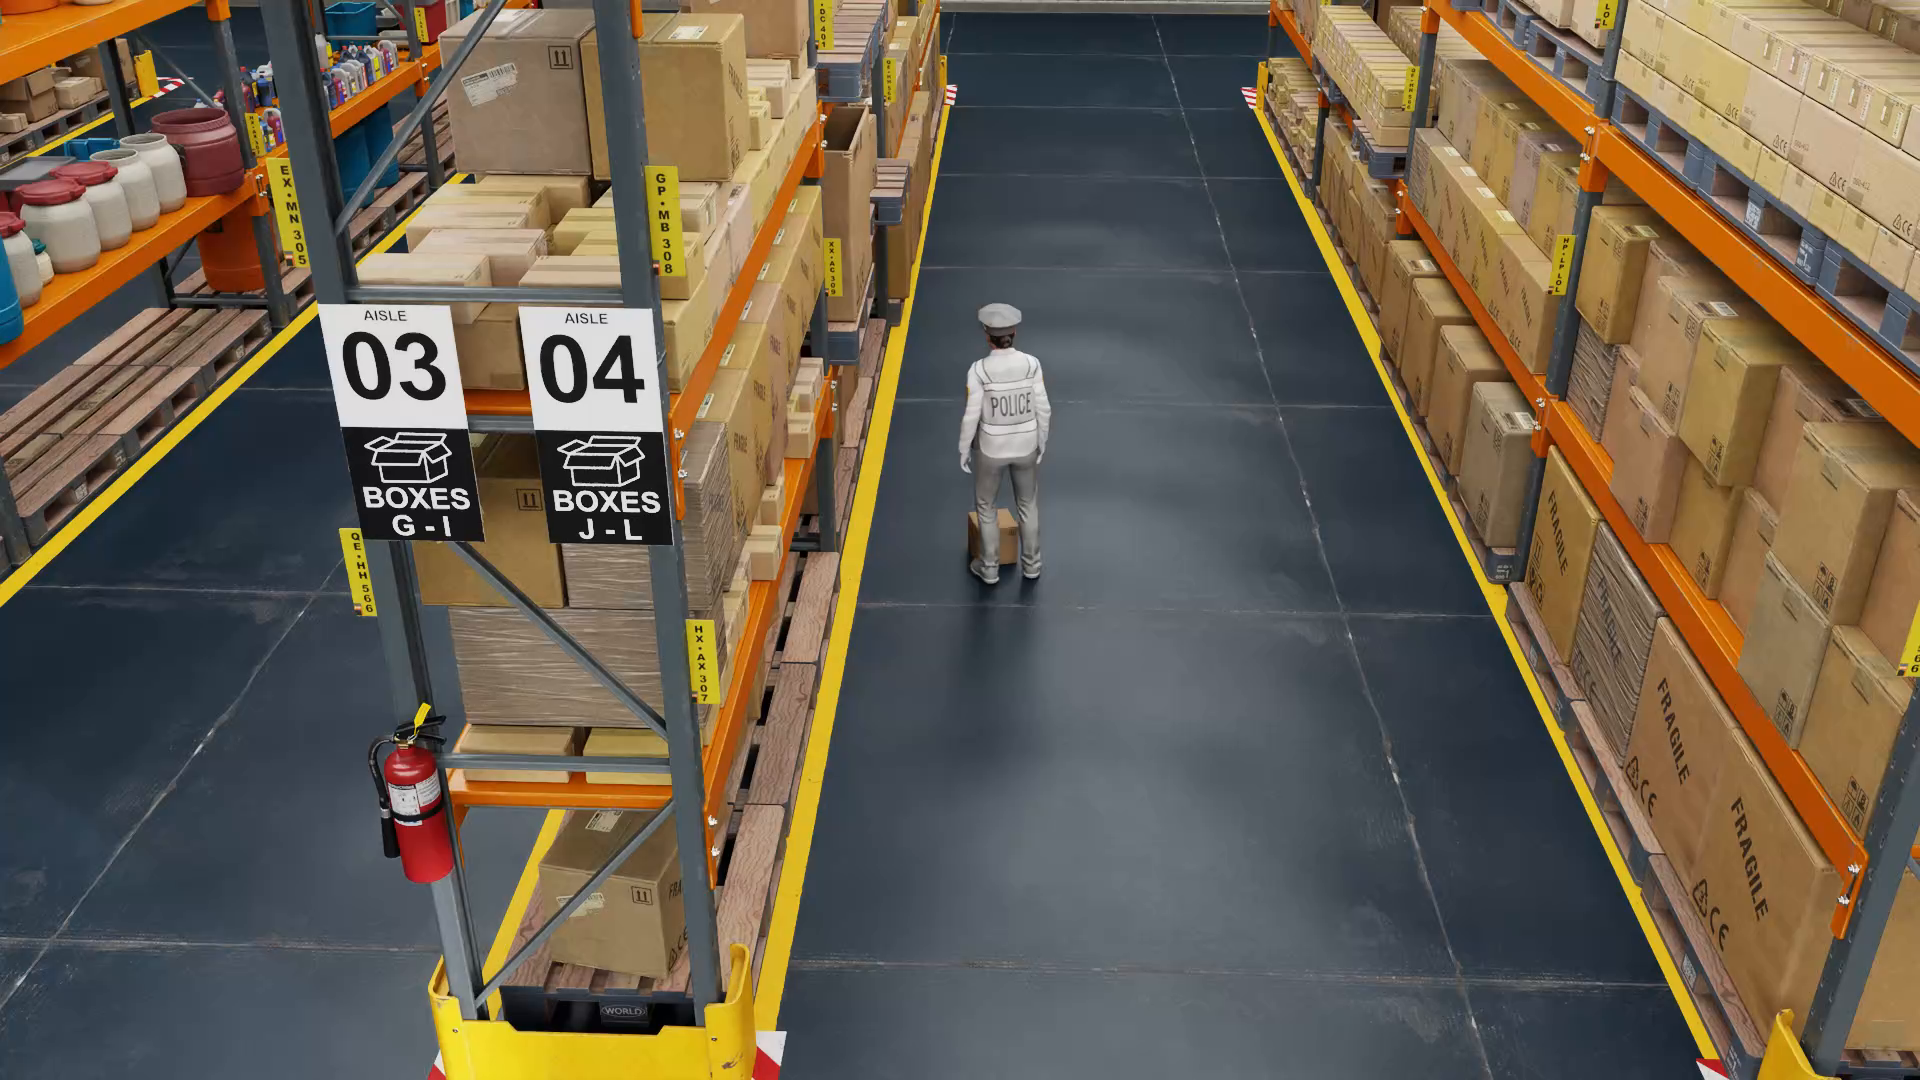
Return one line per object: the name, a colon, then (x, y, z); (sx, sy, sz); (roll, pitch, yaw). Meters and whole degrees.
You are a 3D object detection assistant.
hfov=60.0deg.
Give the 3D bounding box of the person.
person: (0.255, -0.527, 9.601); (0.543, 1.667, 0.370); (-7, 29, -13)
